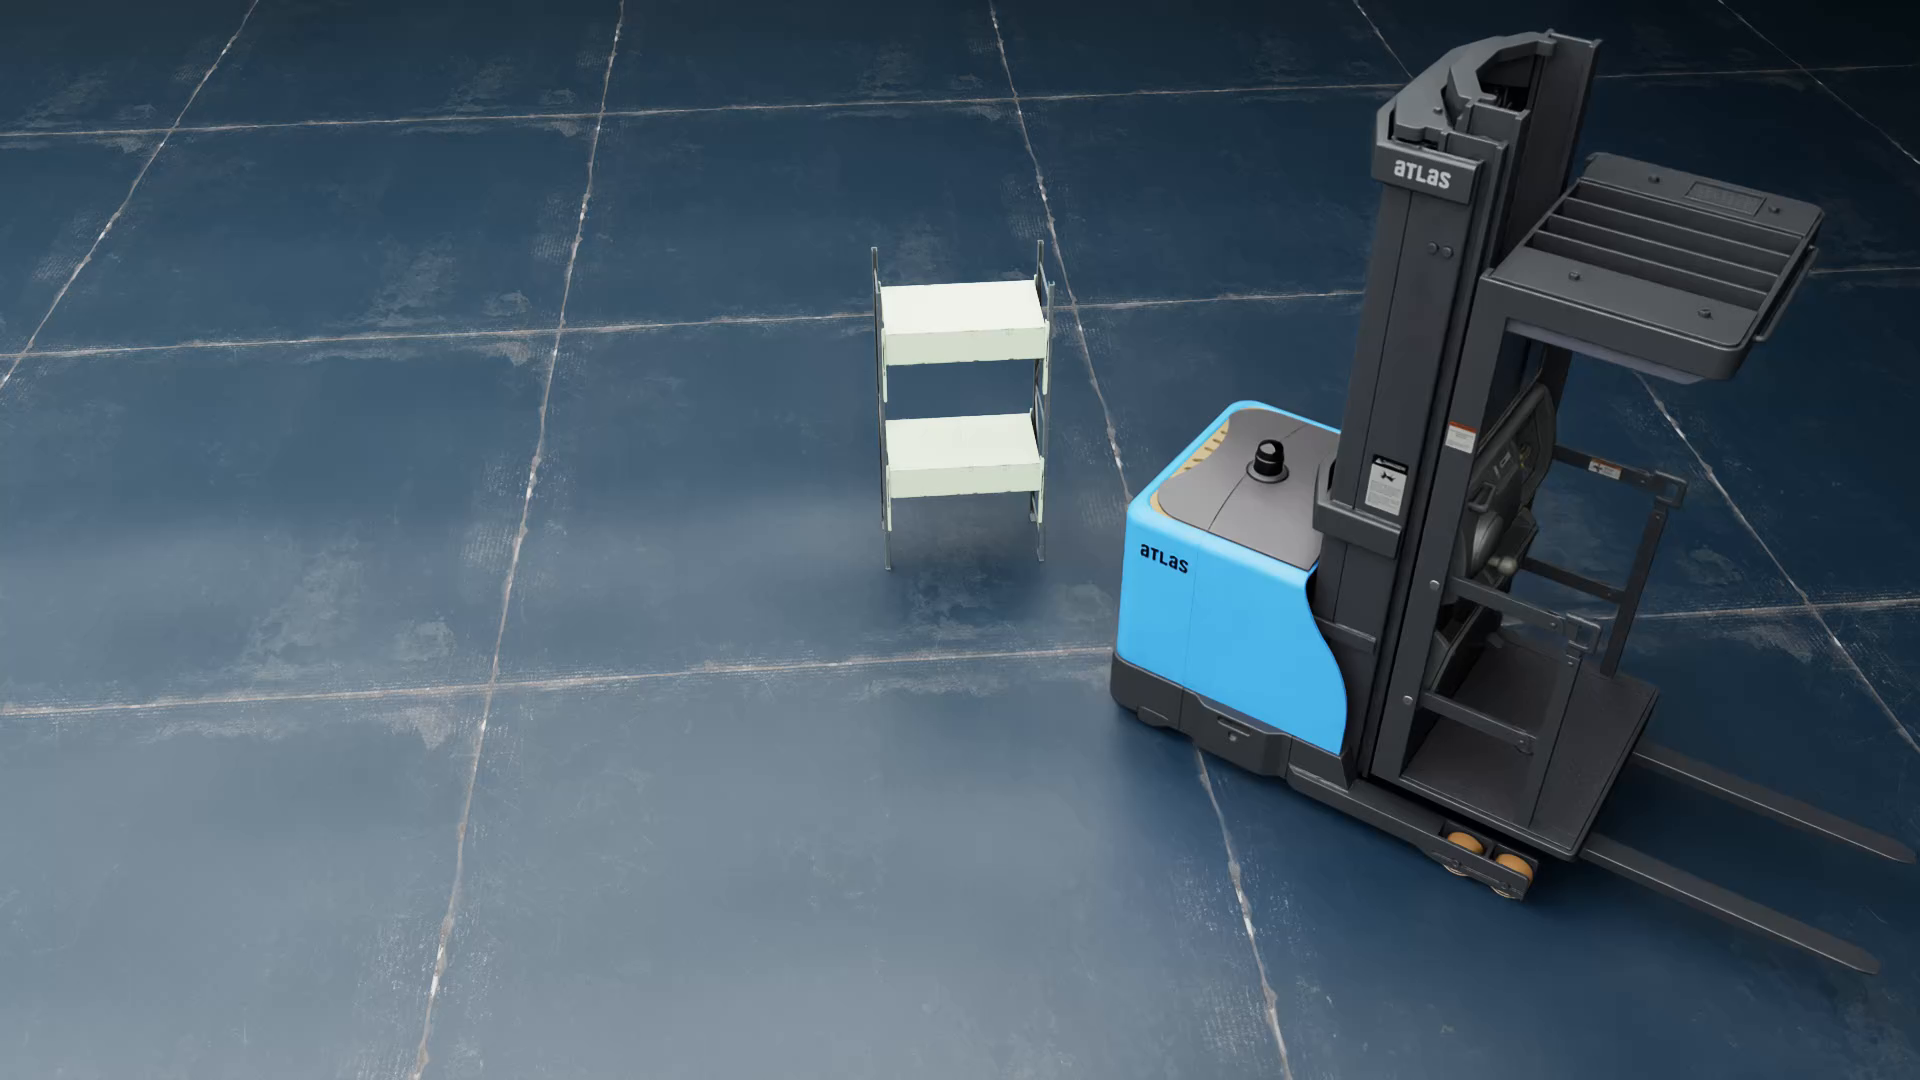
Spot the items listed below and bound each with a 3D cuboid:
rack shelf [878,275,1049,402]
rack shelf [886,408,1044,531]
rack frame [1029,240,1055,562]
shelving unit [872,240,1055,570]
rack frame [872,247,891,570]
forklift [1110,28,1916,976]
[{"bbox_3d":[0.007,-0.896,7.366,0.720,0.370,0.431,-3,38,-4],"label":"rack shelf"},{"bbox_3d":[0.007,-0.333,7.810,0.720,0.370,0.431,-3,38,-4],"label":"rack shelf"},{"bbox_3d":[0.371,-0.609,7.633,0.023,1.500,0.400,-3,38,-4],"label":"rack frame"},{"bbox_3d":[0.007,-0.589,7.608,0.755,1.500,0.431,-3,38,-4],"label":"shelving unit"},{"bbox_3d":[-0.358,-0.569,7.582,0.023,1.500,0.400,-3,38,-4],"label":"rack frame"},{"bbox_3d":[2.145,-0.164,5.913,3.031,2.935,1.130,23,44,27],"label":"forklift"}]
